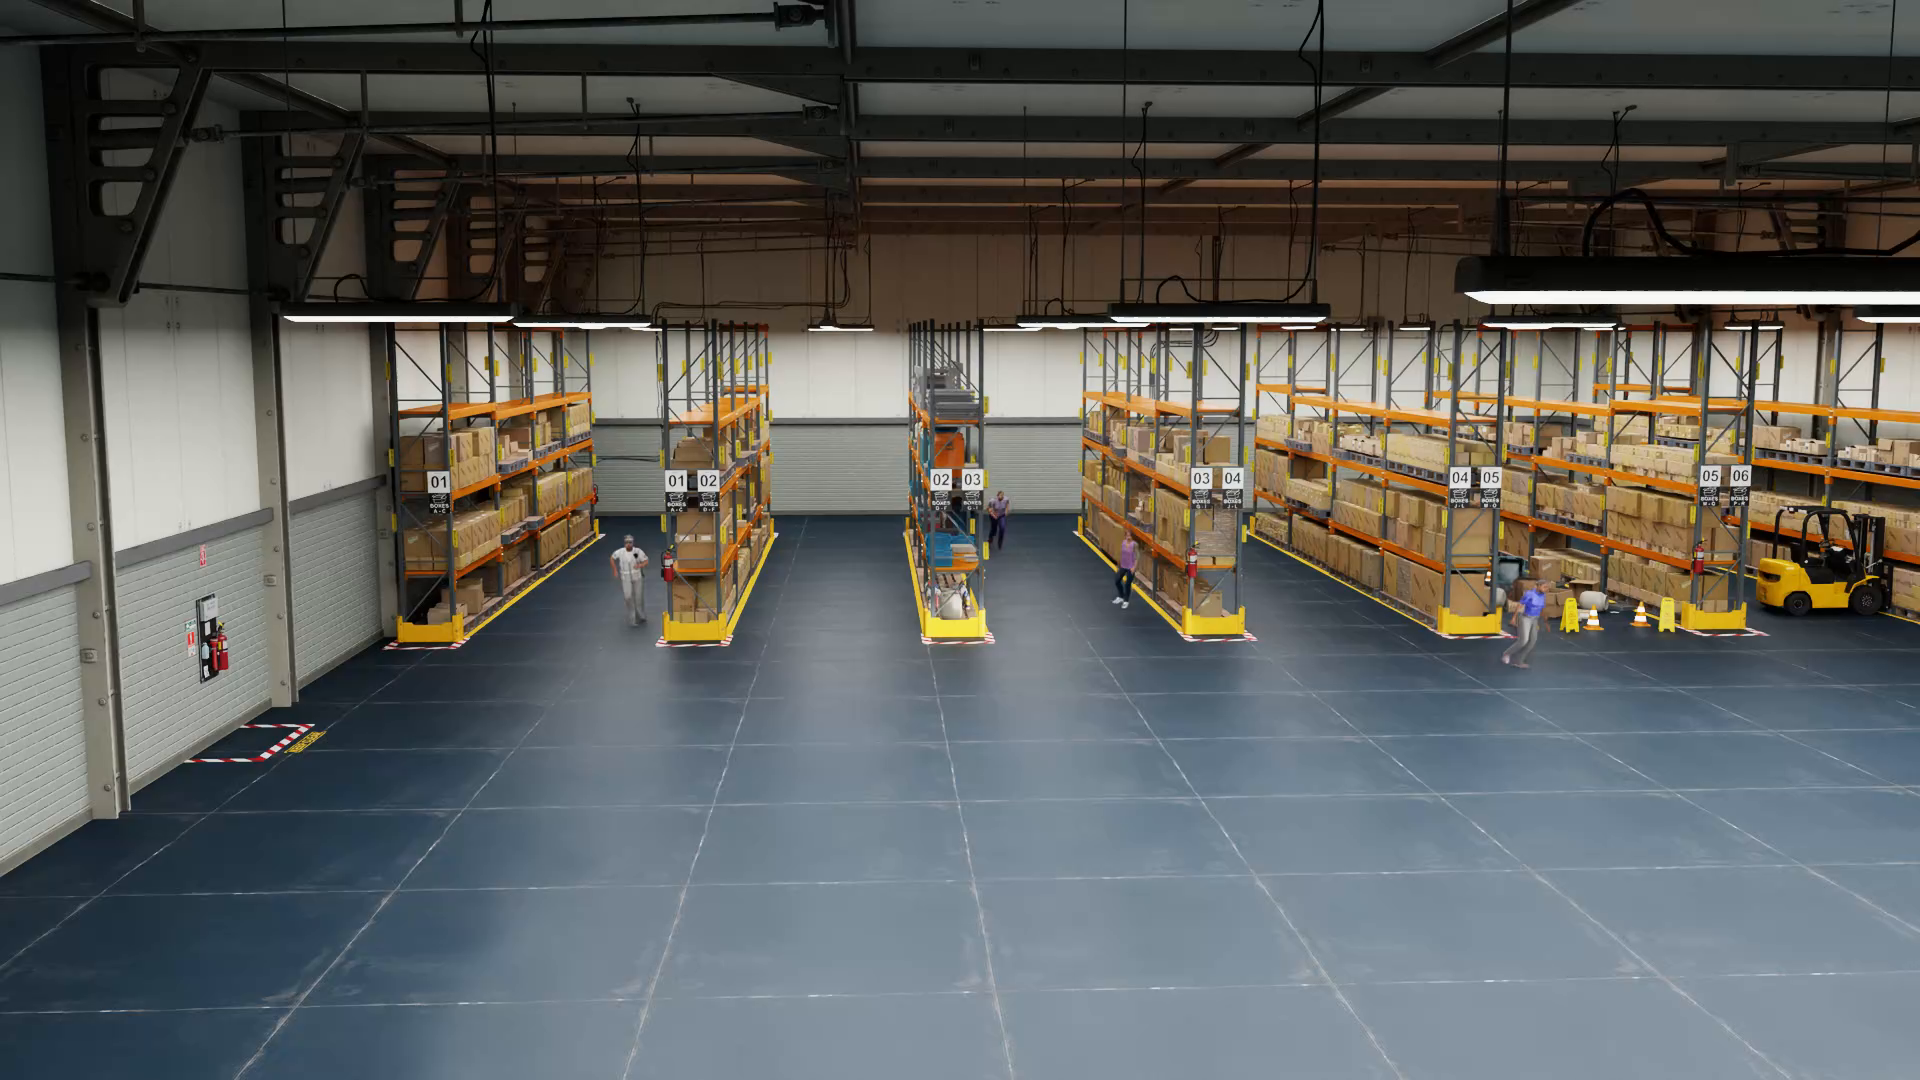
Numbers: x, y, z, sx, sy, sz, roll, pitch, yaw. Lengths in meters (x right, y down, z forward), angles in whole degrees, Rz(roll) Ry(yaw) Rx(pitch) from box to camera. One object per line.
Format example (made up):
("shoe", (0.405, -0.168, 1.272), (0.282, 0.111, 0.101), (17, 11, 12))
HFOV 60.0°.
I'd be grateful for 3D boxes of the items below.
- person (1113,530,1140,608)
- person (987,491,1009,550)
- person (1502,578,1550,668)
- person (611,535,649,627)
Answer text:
("person", (3.327, 0.570, 33.279), (0.635, 1.598, 0.416), (5, 9, 36))
("person", (0.994, -0.558, 44.761), (0.629, 1.613, 0.955), (-3, 8, -20))
("person", (9.739, 1.417, 28.559), (0.712, 1.571, 0.601), (-3, 8, -26))
("person", (-6.537, 0.800, 32.980), (0.762, 1.848, 0.730), (-1, 7, -8))
